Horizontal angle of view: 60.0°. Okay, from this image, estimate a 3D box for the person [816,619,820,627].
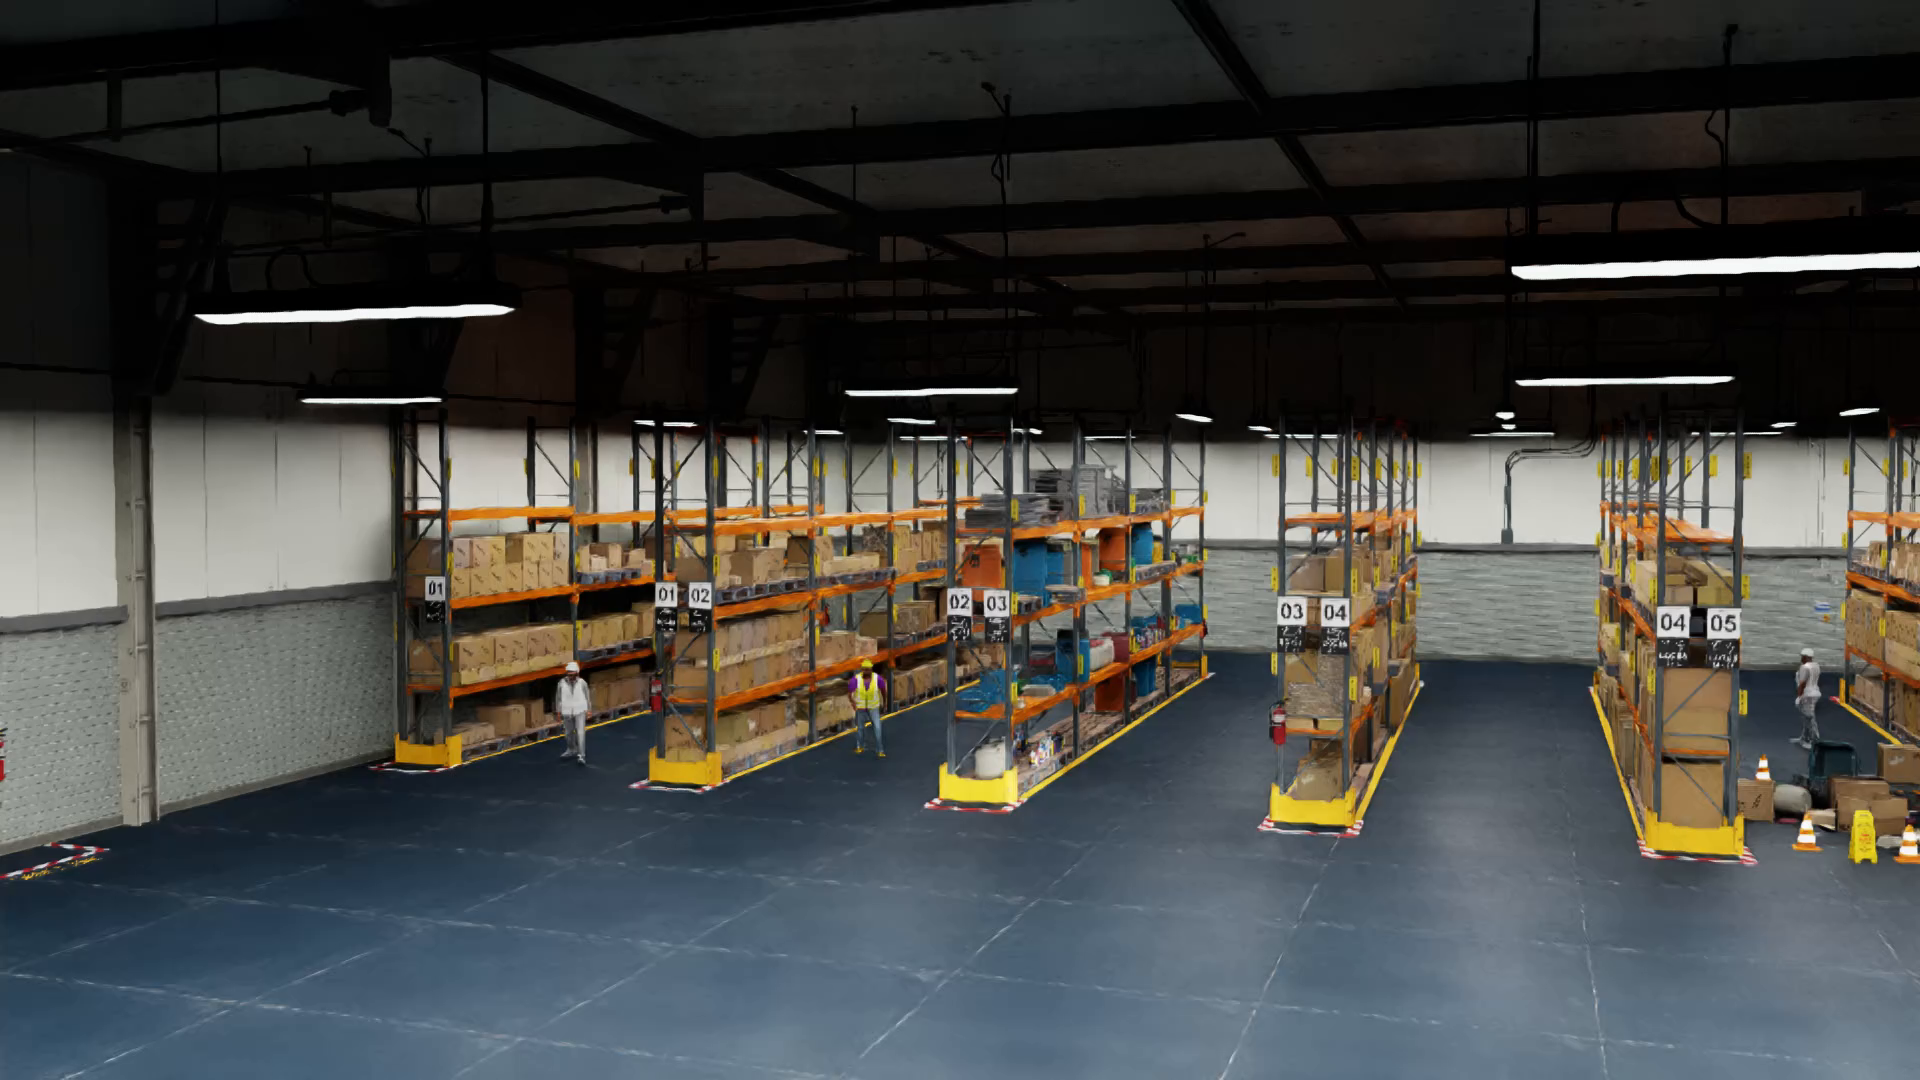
[{"bbox_3d":[-3.813,2.273,44.437,0.498,1.665,0.498,-2,3,-34],"label":"person"}]

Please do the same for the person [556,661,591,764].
[{"bbox_3d":[-6.608,2.929,28.395,0.577,1.734,0.954,0,2,-4],"label":"person"}]

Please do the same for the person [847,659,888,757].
[{"bbox_3d":[-1.611,2.905,28.956,0.700,1.705,0.840,0,2,2],"label":"person"}]

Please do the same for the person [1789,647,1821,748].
[{"bbox_3d":[15.197,2.814,29.884,0.583,1.783,0.670,2,3,45],"label":"person"}]
